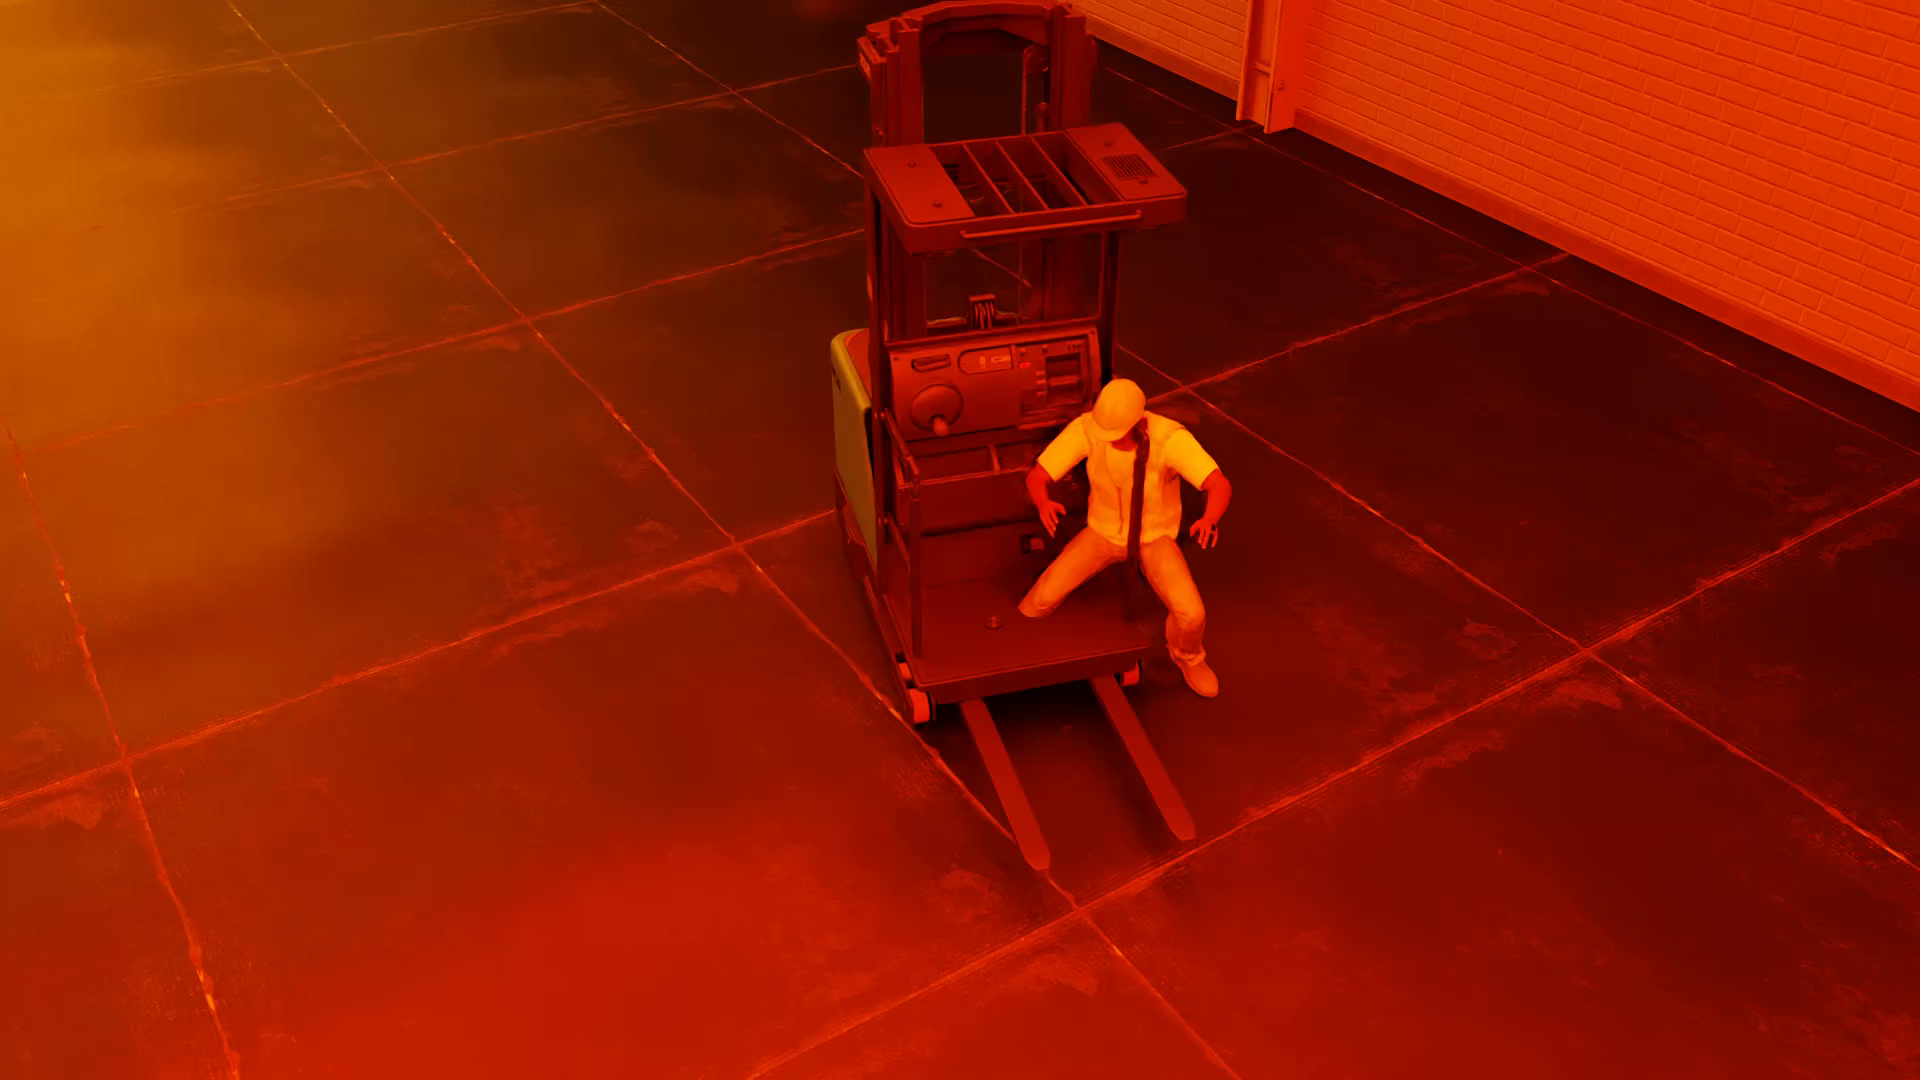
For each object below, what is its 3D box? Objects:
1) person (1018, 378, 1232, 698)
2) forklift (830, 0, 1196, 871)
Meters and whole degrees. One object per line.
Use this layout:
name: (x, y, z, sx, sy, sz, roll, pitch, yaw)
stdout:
person: (0.669, 0.005, 7.322, 1.076, 1.545, 0.737, 16, 38, 21)
forklift: (0.218, -0.619, 7.028, 1.130, 2.935, 3.031, -9, 36, -12)
